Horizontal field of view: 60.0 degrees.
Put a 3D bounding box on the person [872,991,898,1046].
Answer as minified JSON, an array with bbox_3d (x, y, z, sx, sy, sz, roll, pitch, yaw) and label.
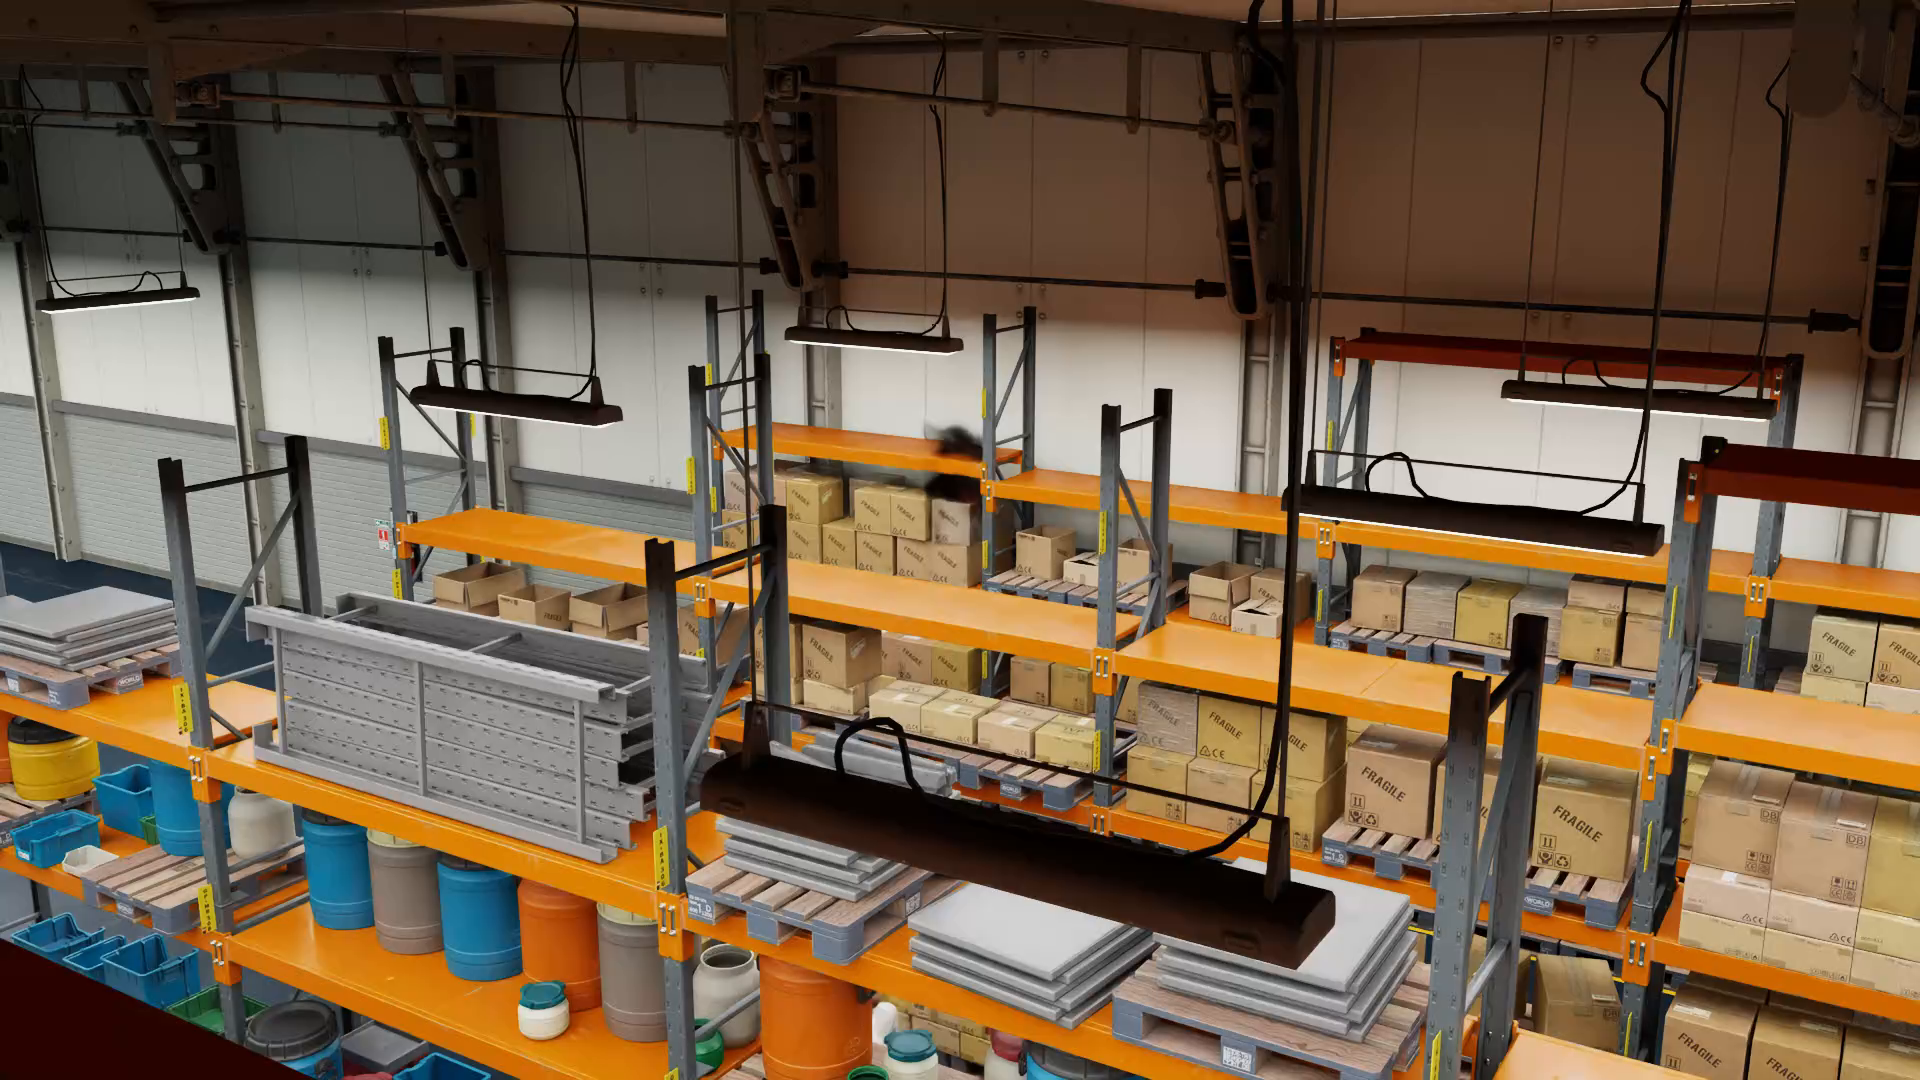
[{"bbox_3d":[-0.638,4.191,12.592,0.892,1.845,0.738,7,16,27],"label":"person"}]
